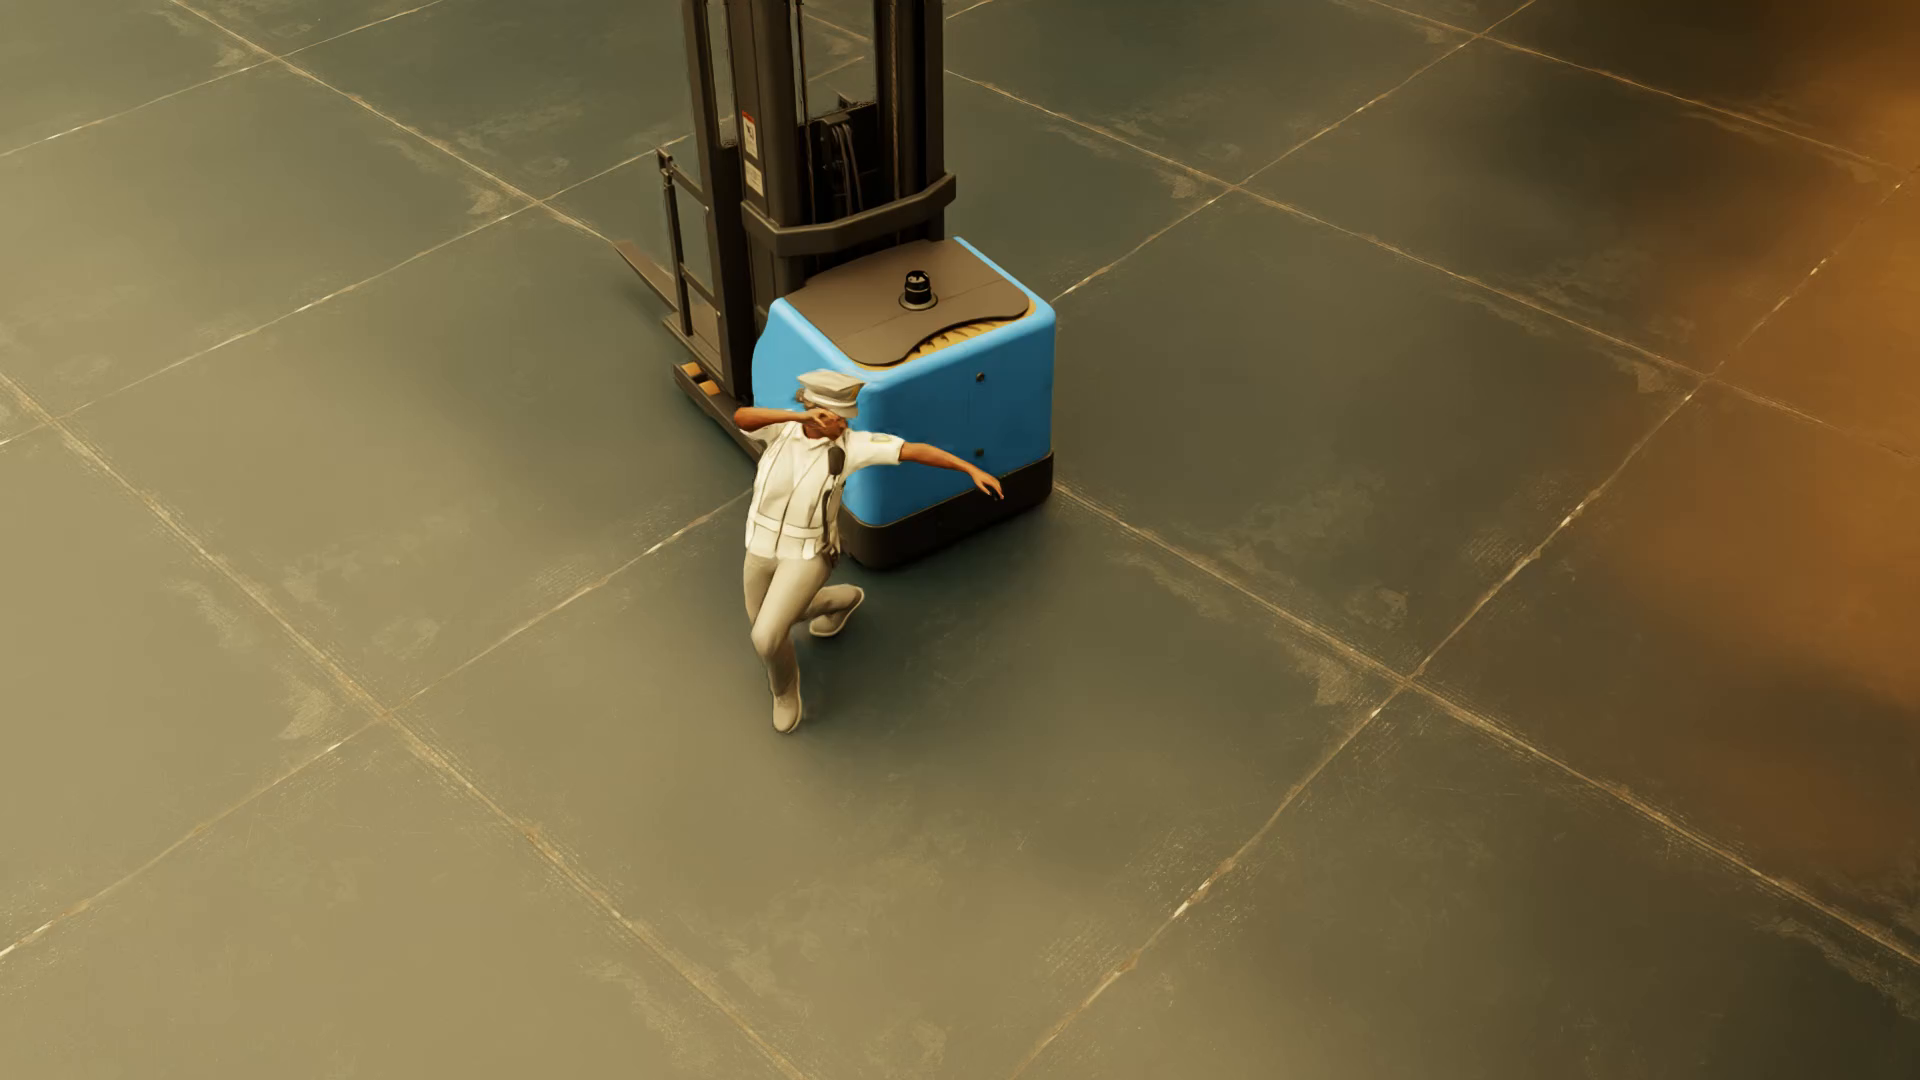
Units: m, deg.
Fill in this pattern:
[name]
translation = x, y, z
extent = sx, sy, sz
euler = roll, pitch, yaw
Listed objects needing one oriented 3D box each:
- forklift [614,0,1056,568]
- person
[forklift]
translation = -0.806, -1.911, 7.656
extent = 1.130, 2.935, 3.031
euler = -24, 46, -25
[person]
translation = -0.419, 0.086, 6.501
extent = 1.003, 1.443, 0.841
euler = 17, 44, 19
